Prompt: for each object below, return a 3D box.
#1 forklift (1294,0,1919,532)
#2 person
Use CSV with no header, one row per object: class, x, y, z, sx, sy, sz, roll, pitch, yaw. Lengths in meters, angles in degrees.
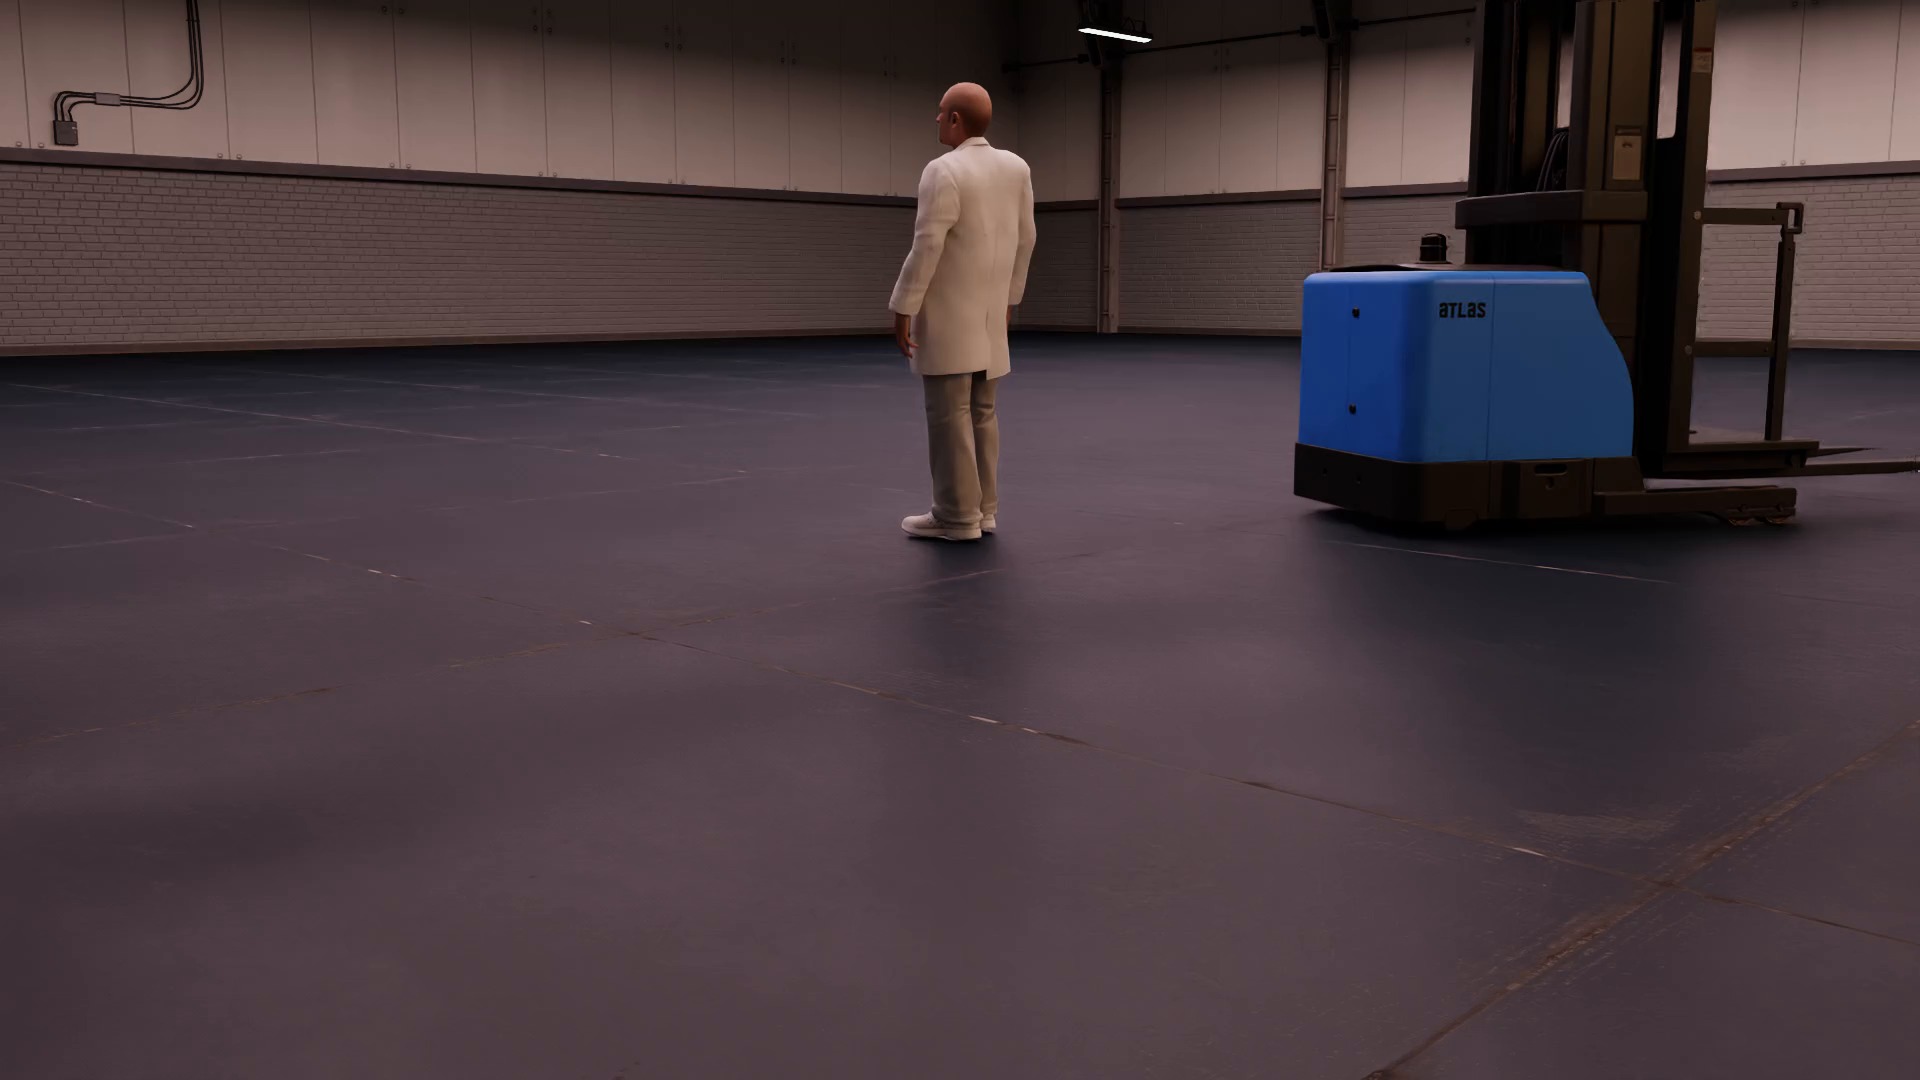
forklift,3.103,-1.581,7.376,3.031,2.935,1.130,-2,9,-15
person,-0.063,-0.896,6.650,0.578,1.778,0.696,8,12,43
